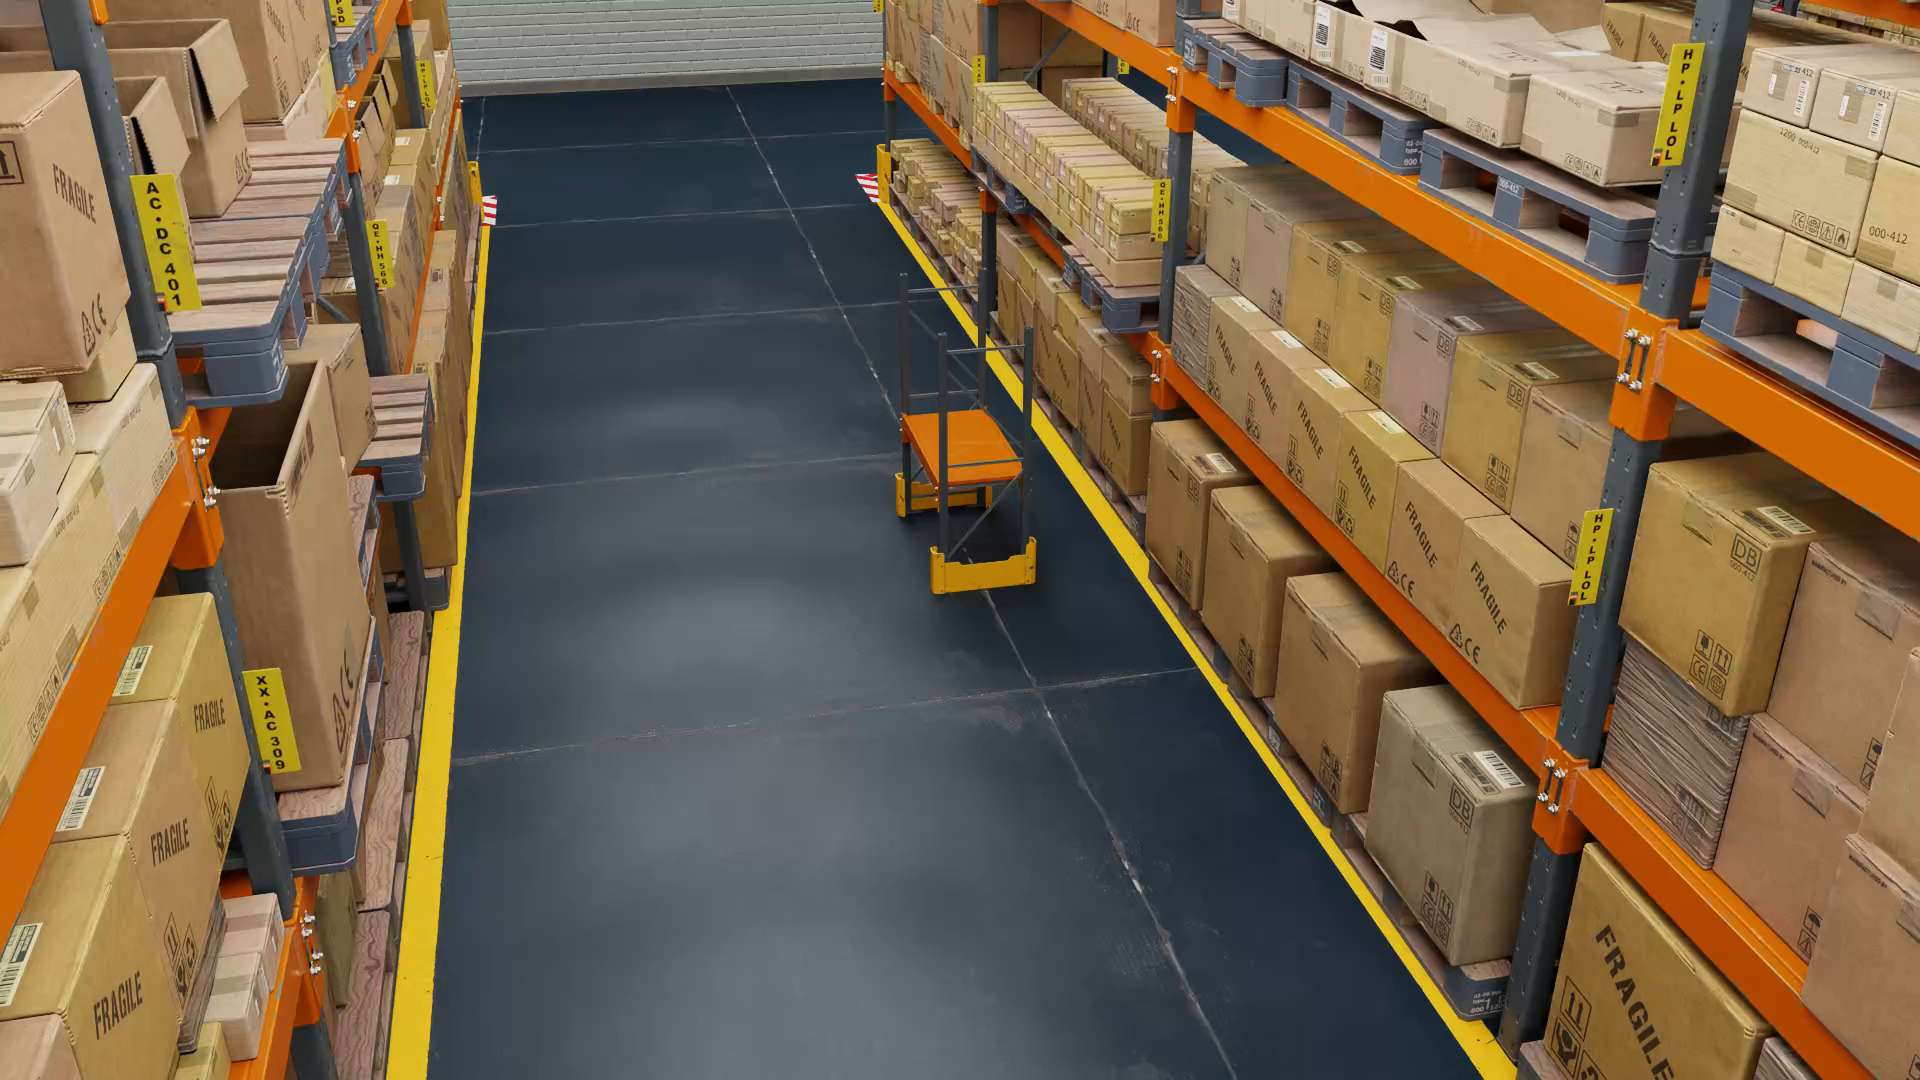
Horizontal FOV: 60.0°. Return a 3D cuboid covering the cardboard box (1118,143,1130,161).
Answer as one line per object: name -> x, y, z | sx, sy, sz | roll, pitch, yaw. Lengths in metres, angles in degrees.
cardboard box -> 1.249, -2.510, 10.877 | 0.380, 0.149, 0.250 | -6, 27, -11

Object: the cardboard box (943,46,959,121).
cardboard box -> 0.166, -3.624, 13.161 | 0.500, 0.500, 0.500 | -7, 28, -13

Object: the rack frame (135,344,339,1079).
rack frame -> -2.386, 0.936, 4.567 | 1.000, 3.000, 0.127 | -6, 27, -12

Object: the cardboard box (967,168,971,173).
cardboard box -> 0.280, -3.408, 15.541 | 0.380, 0.149, 0.250 | -7, 28, -14

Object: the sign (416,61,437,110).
sign -> -3.663, -3.117, 11.399 | 0.100, 0.325, 0.005 | -6, 27, -12

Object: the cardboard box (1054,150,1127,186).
cardboard box -> 0.784, -2.238, 10.007 | 0.380, 0.149, 0.250 | -6, 27, -12

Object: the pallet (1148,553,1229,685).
pallet -> 1.672, 0.319, 8.883 | 1.003, 0.211, 1.213 | -6, 27, -12

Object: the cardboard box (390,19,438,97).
cardboard box -> -4.273, -3.658, 12.672 | 0.500, 0.500, 0.500 | -7, 28, -13

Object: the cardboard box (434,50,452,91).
cardboard box -> -4.609, -3.989, 14.161 | 0.500, 0.250, 0.500 | -6, 27, -12

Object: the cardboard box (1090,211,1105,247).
cardboard box -> 0.951, -1.775, 9.421 | 0.380, 0.149, 0.250 | -5, 27, -10

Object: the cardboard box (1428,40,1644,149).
cardboard box -> 1.976, -1.547, 5.747 | 0.500, 0.250, 0.500 | -6, 27, -12

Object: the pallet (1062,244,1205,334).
pallet -> 1.303, -1.496, 9.597 | 1.213, 0.211, 1.003 | -6, 27, -12

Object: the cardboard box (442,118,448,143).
cardboard box -> -4.224, -3.196, 13.033 | 0.380, 0.149, 0.250 | -6, 27, -11

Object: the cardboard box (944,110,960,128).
cardboard box -> 0.083, -3.482, 13.599 | 0.380, 0.149, 0.250 | -7, 28, -14

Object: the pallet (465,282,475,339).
pallet -> -4.284, -1.673, 12.830 | 1.003, 0.211, 1.213 | -6, 27, -12

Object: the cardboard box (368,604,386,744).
cardboard box -> -2.980, 0.634, 7.451 | 0.700, 0.500, 0.500 | -8, 28, -16

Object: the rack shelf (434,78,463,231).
rack shelf -> -4.640, -3.133, 13.426 | 1.077, 0.370, 4.000 | -6, 27, -12

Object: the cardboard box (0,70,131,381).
cardboard box -> -2.037, -0.632, 3.348 | 0.500, 0.500, 0.500 | -7, 28, -13

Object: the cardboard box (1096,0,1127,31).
cardboard box -> 1.066, -3.106, 9.135 | 0.500, 0.500, 0.500 | -6, 27, -12

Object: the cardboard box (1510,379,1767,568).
cardboard box -> 2.351, -0.232, 5.659 | 0.700, 0.500, 0.500 | -6, 27, -12

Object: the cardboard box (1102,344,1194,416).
cardboard box -> 1.158, -0.959, 9.797 | 0.500, 0.250, 0.500 | -7, 28, -13

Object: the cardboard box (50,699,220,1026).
cardboard box -> -1.903, 0.701, 3.481 | 0.500, 0.500, 0.500 | -6, 27, -12

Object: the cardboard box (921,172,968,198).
cardboard box -> -0.133, -3.131, 14.663 | 0.380, 0.149, 0.250 | -6, 27, -11

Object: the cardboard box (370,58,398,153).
cardboard box -> -4.037, -2.789, 10.722 | 0.797, 0.503, 0.637 | -7, 28, -13

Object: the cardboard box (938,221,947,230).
cardboard box -> 0.019, -2.663, 14.396 | 0.380, 0.149, 0.250 | -5, 27, -11

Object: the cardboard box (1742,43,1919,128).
cardboard box -> 2.220, -1.144, 4.176 | 0.380, 0.149, 0.250 | -6, 27, -11

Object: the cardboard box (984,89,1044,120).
cardboard box -> 0.375, -3.035, 11.586 | 0.380, 0.149, 0.250 | -5, 27, -10

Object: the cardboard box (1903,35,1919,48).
cardboard box -> 9.527, -4.876, 16.360 | 0.380, 0.149, 0.250 | -5, 27, -10

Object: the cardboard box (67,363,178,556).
cardboard box -> -2.029, -0.163, 3.581 | 0.500, 0.250, 0.500 | -5, 27, -10

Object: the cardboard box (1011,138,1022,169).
cardboard box -> 0.548, -2.565, 10.985 | 0.380, 0.149, 0.250 | -5, 27, -10

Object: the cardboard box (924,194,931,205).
cardboard box -> -0.115, -3.128, 14.986 | 0.380, 0.149, 0.250 | -7, 28, -14

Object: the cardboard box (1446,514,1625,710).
cardboard box -> 2.091, 0.230, 5.854 | 0.500, 0.500, 0.500 | -6, 27, -12

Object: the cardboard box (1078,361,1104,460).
cardboard box -> 1.051, -0.842, 10.396 | 0.500, 0.500, 0.500 | -5, 27, -10

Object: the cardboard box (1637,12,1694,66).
cardboard box -> 5.427, -3.630, 12.393 | 0.500, 0.500, 0.500 | -6, 27, -12

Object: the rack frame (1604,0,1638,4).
rack frame -> 5.466, -3.582, 13.518 | 1.000, 3.000, 0.127 | -6, 27, -12

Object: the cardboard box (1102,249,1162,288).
cardboard box -> 1.008, -1.525, 9.254 | 0.380, 0.149, 0.250 | -5, 27, -11

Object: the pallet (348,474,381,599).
pallet -> -2.802, 0.130, 6.375 | 1.003, 0.211, 1.213 | -6, 27, -12

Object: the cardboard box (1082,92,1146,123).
cardboard box -> 1.064, -2.988, 11.494 | 0.380, 0.149, 0.250 | -7, 28, -13

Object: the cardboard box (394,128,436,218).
cardboard box -> -3.818, -2.443, 11.150 | 0.500, 0.500, 0.500 | -6, 27, -11

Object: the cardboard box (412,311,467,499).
cardboard box -> -3.616, -0.756, 9.811 | 1.225, 0.875, 0.875 | -6, 27, -11

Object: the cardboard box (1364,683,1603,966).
cardboard box -> 2.241, 1.030, 6.411 | 1.050, 0.750, 0.750 | -6, 27, -12

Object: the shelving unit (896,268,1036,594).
shelving unit -> 0.017, -0.636, 9.346 | 0.587, 1.500, 1.083 | -6, 27, -12

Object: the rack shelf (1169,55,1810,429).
rack shelf -> 2.018, -1.419, 6.702 | 1.077, 0.370, 4.000 | -6, 27, -12

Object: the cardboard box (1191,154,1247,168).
cardboard box -> 1.479, -2.185, 9.902 | 0.380, 0.149, 0.250 | -7, 28, -14

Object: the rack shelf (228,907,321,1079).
rack shelf -> -1.936, 2.135, 2.989 | 1.077, 0.370, 4.000 | -6, 27, -12

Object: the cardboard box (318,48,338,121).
cardboard box -> -2.942, -1.908, 7.039 | 0.500, 0.250, 0.500 | -6, 27, -11

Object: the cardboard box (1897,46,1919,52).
cardboard box -> 6.272, -3.004, 11.152 | 0.500, 0.500, 0.500 | -5, 27, -10

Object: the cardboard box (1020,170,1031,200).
cardboard box -> 0.606, -2.318, 10.827 | 0.380, 0.149, 0.250 | -6, 27, -13

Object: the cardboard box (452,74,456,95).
cardboard box -> -4.629, -3.983, 14.591 | 0.380, 0.149, 0.250 | -6, 27, -11

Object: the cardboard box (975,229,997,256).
cardboard box -> 0.332, -2.345, 13.106 | 0.380, 0.149, 0.250 | -5, 27, -10

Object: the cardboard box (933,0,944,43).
cardboard box -> 0.073, -4.291, 13.371 | 0.500, 0.500, 0.500 | -5, 27, -10

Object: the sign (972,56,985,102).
sign -> 0.139, -3.363, 12.124 | 0.100, 0.325, 0.005 | -6, 27, -12

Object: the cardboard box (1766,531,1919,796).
cardboard box -> 2.756, 0.323, 4.417 | 0.875, 0.550, 0.550 | -6, 27, -12
